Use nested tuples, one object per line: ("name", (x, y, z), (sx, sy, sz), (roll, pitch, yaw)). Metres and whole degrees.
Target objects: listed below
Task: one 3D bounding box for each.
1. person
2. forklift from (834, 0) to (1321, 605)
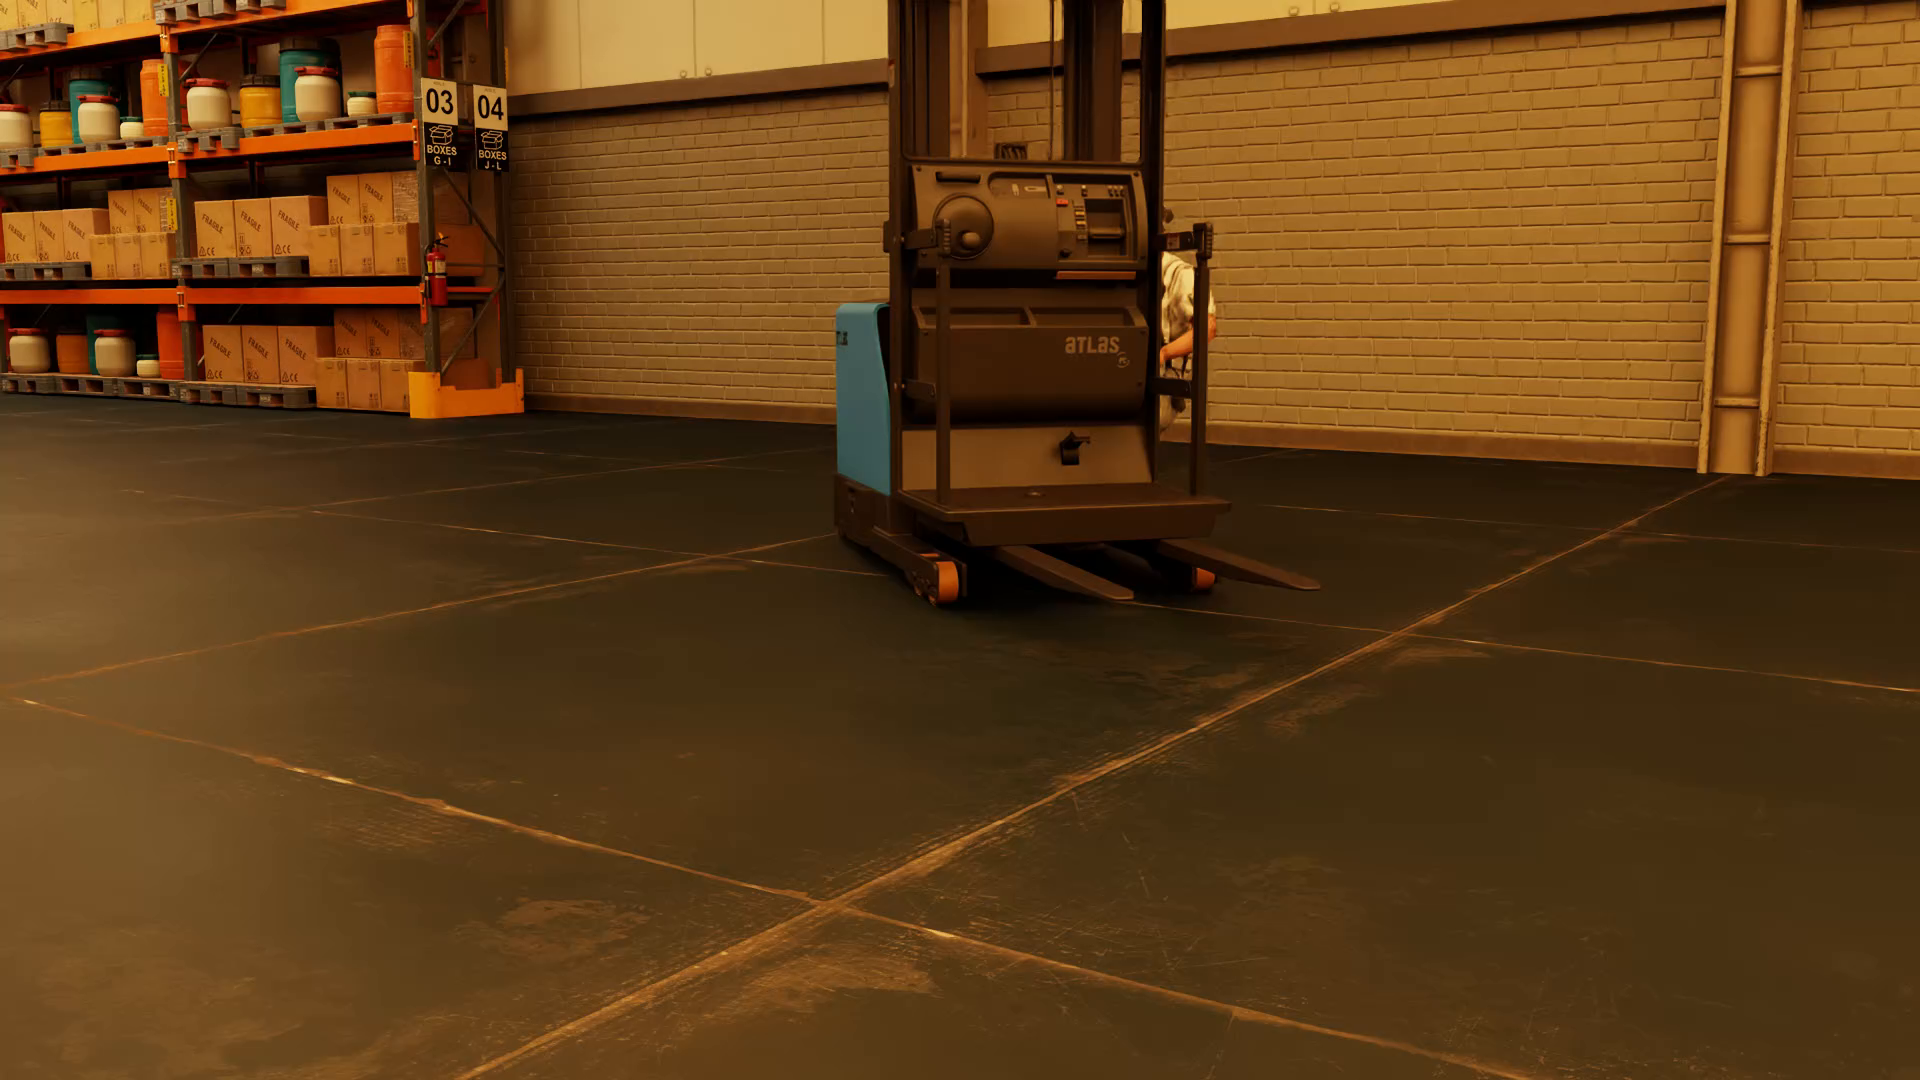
("person", (0.680, -0.701, 7.337), (0.819, 1.562, 0.887), (6, 10, 34))
("forklift", (0.337, -1.277, 6.174), (1.130, 2.935, 3.031), (-2, 8, -16))
